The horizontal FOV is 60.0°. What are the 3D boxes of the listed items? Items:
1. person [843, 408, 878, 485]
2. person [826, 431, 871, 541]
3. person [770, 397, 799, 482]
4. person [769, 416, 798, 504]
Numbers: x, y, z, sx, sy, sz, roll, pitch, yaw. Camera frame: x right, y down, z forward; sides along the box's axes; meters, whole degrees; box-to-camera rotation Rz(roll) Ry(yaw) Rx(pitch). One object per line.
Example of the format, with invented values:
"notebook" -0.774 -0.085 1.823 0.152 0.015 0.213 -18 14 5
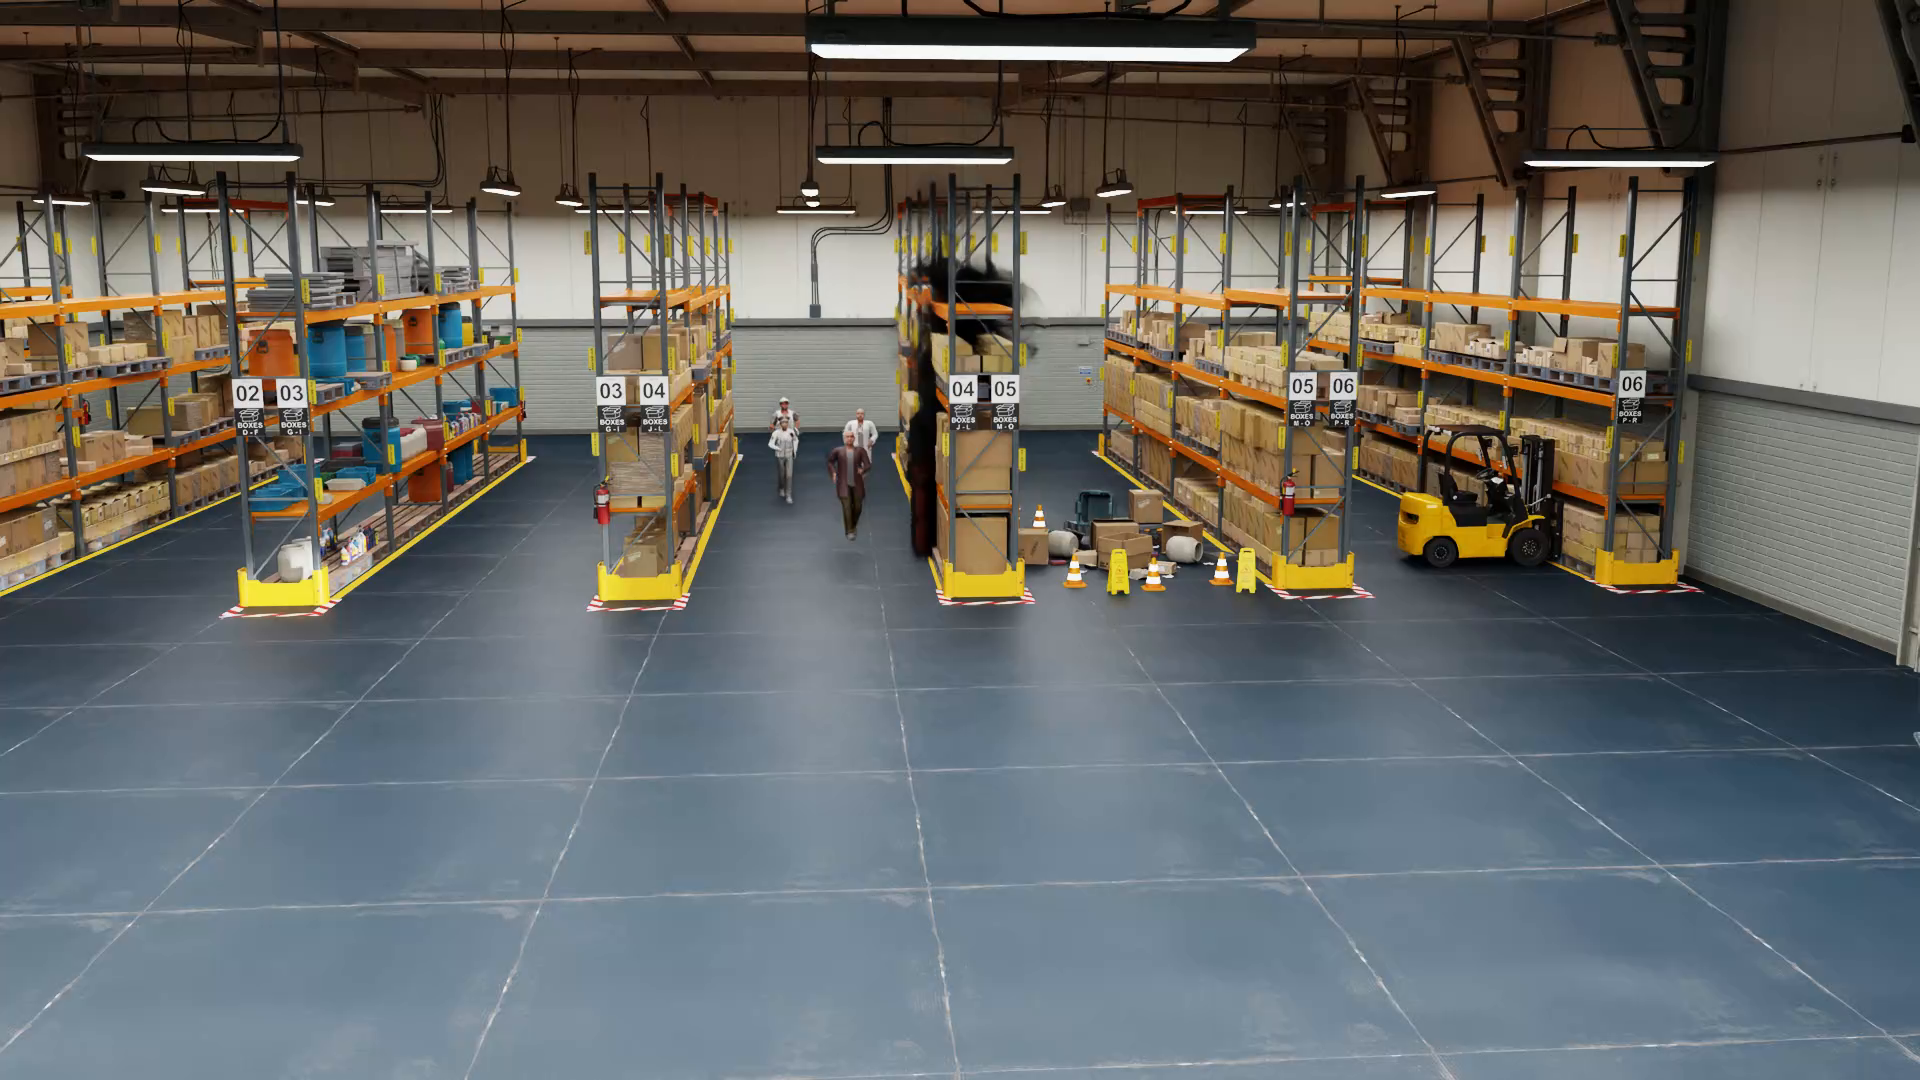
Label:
"person" -2.017 -1.804 33.877 0.718 1.747 0.638 -1 10 -6
"person" -1.798 -0.891 27.069 0.720 1.773 0.841 -2 10 -11
"person" -3.773 -2.184 35.896 0.656 1.792 0.981 -2 10 -10
"person" -3.496 -1.624 33.038 0.608 1.708 0.865 -2 10 -9
